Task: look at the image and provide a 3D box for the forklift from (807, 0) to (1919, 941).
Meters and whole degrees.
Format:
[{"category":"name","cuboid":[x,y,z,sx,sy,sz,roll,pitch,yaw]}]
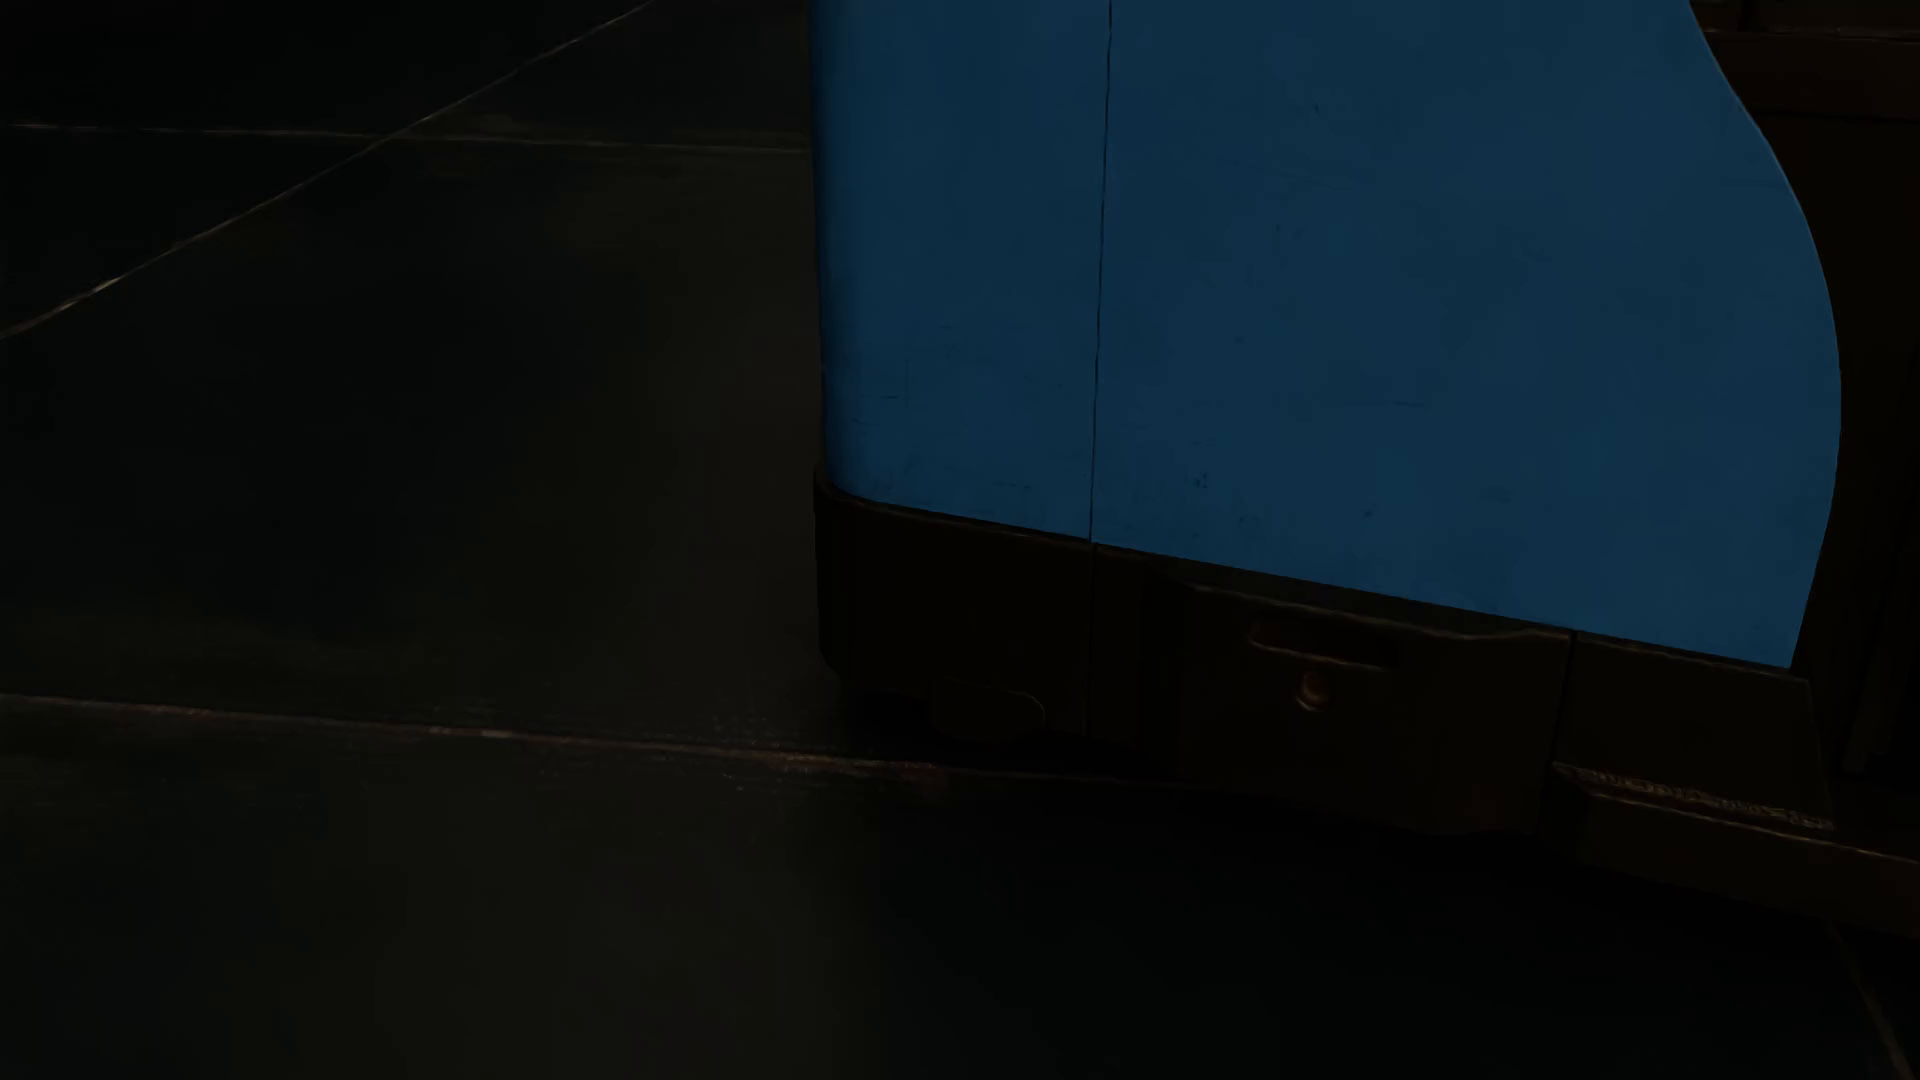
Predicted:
[{"category":"forklift","cuboid":[1.393,-1.044,1.309,3.031,2.935,1.130,11,28,20]}]
